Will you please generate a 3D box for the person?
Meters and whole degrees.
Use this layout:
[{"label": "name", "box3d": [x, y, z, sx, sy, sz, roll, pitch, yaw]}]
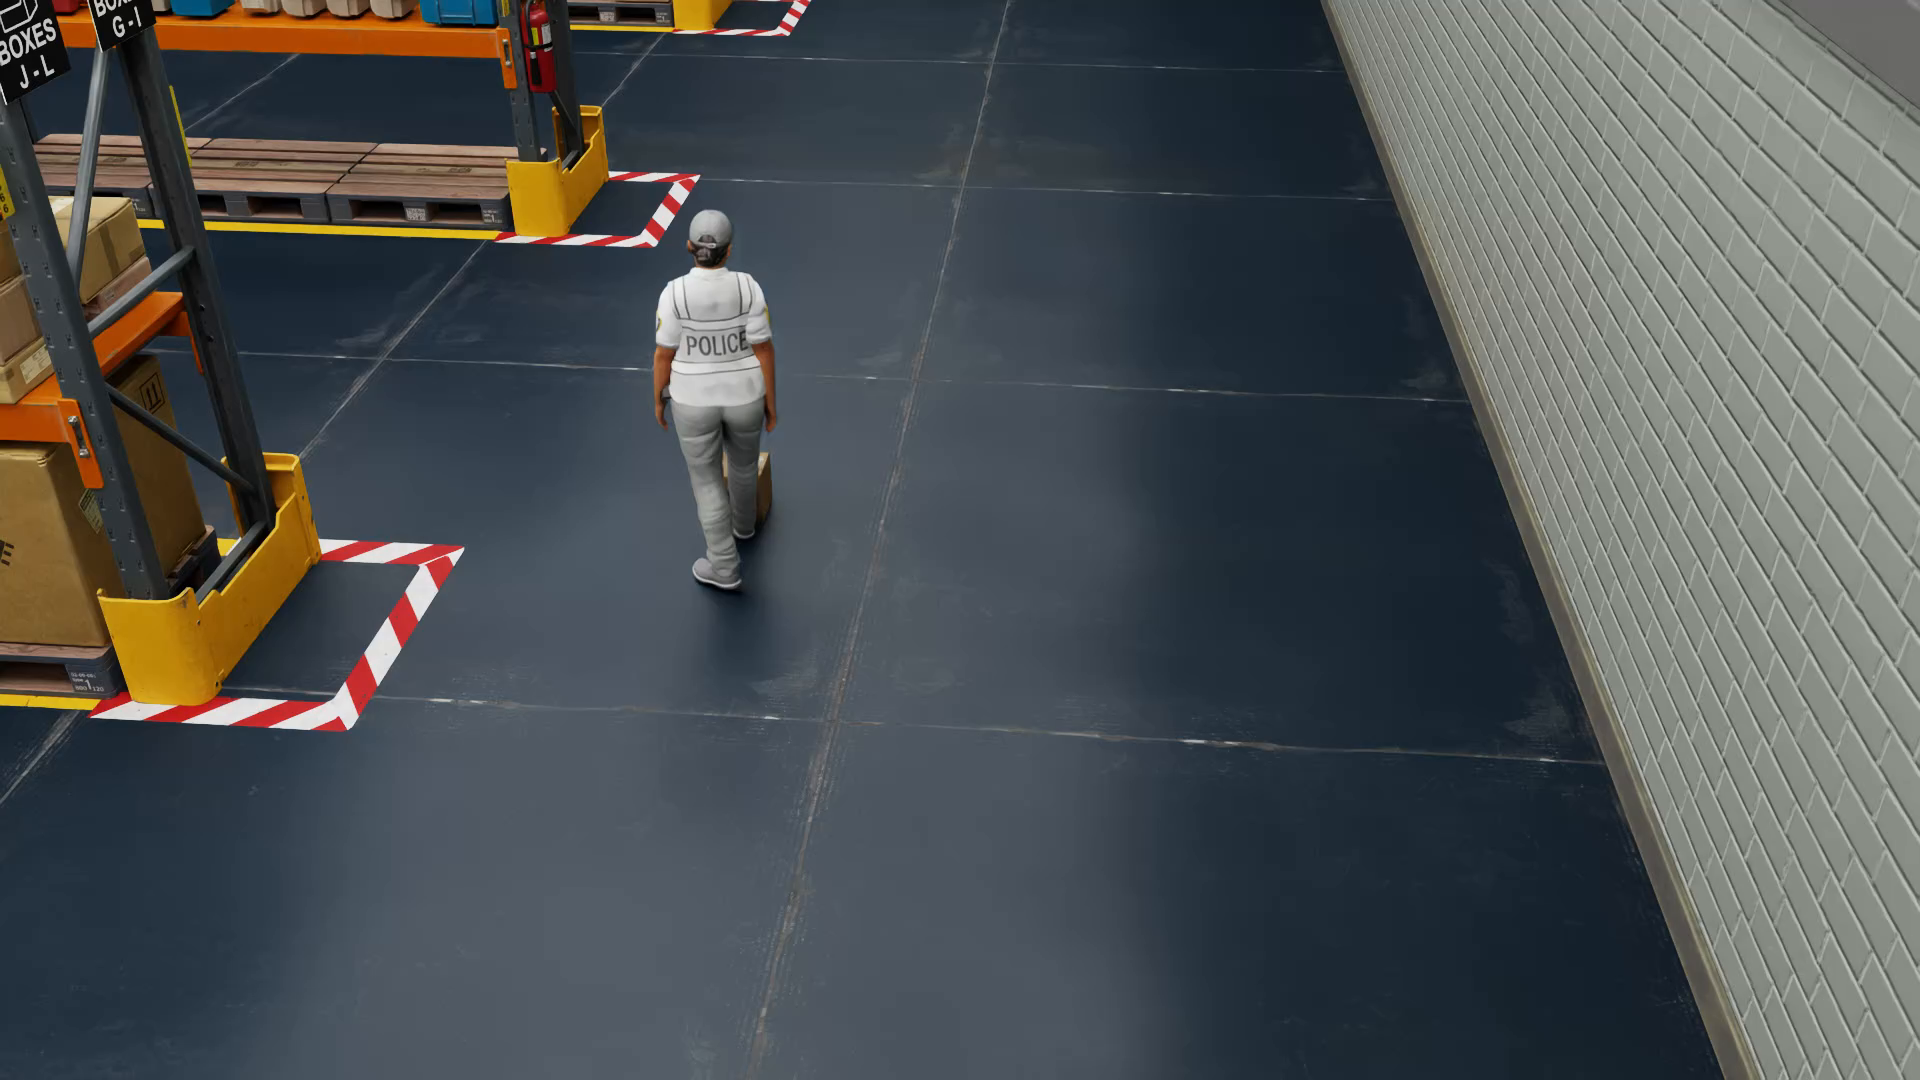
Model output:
[{"label": "person", "box3d": [-1.070, -0.640, 7.138, 0.499, 1.651, 0.716, -12, 34, -18]}]
